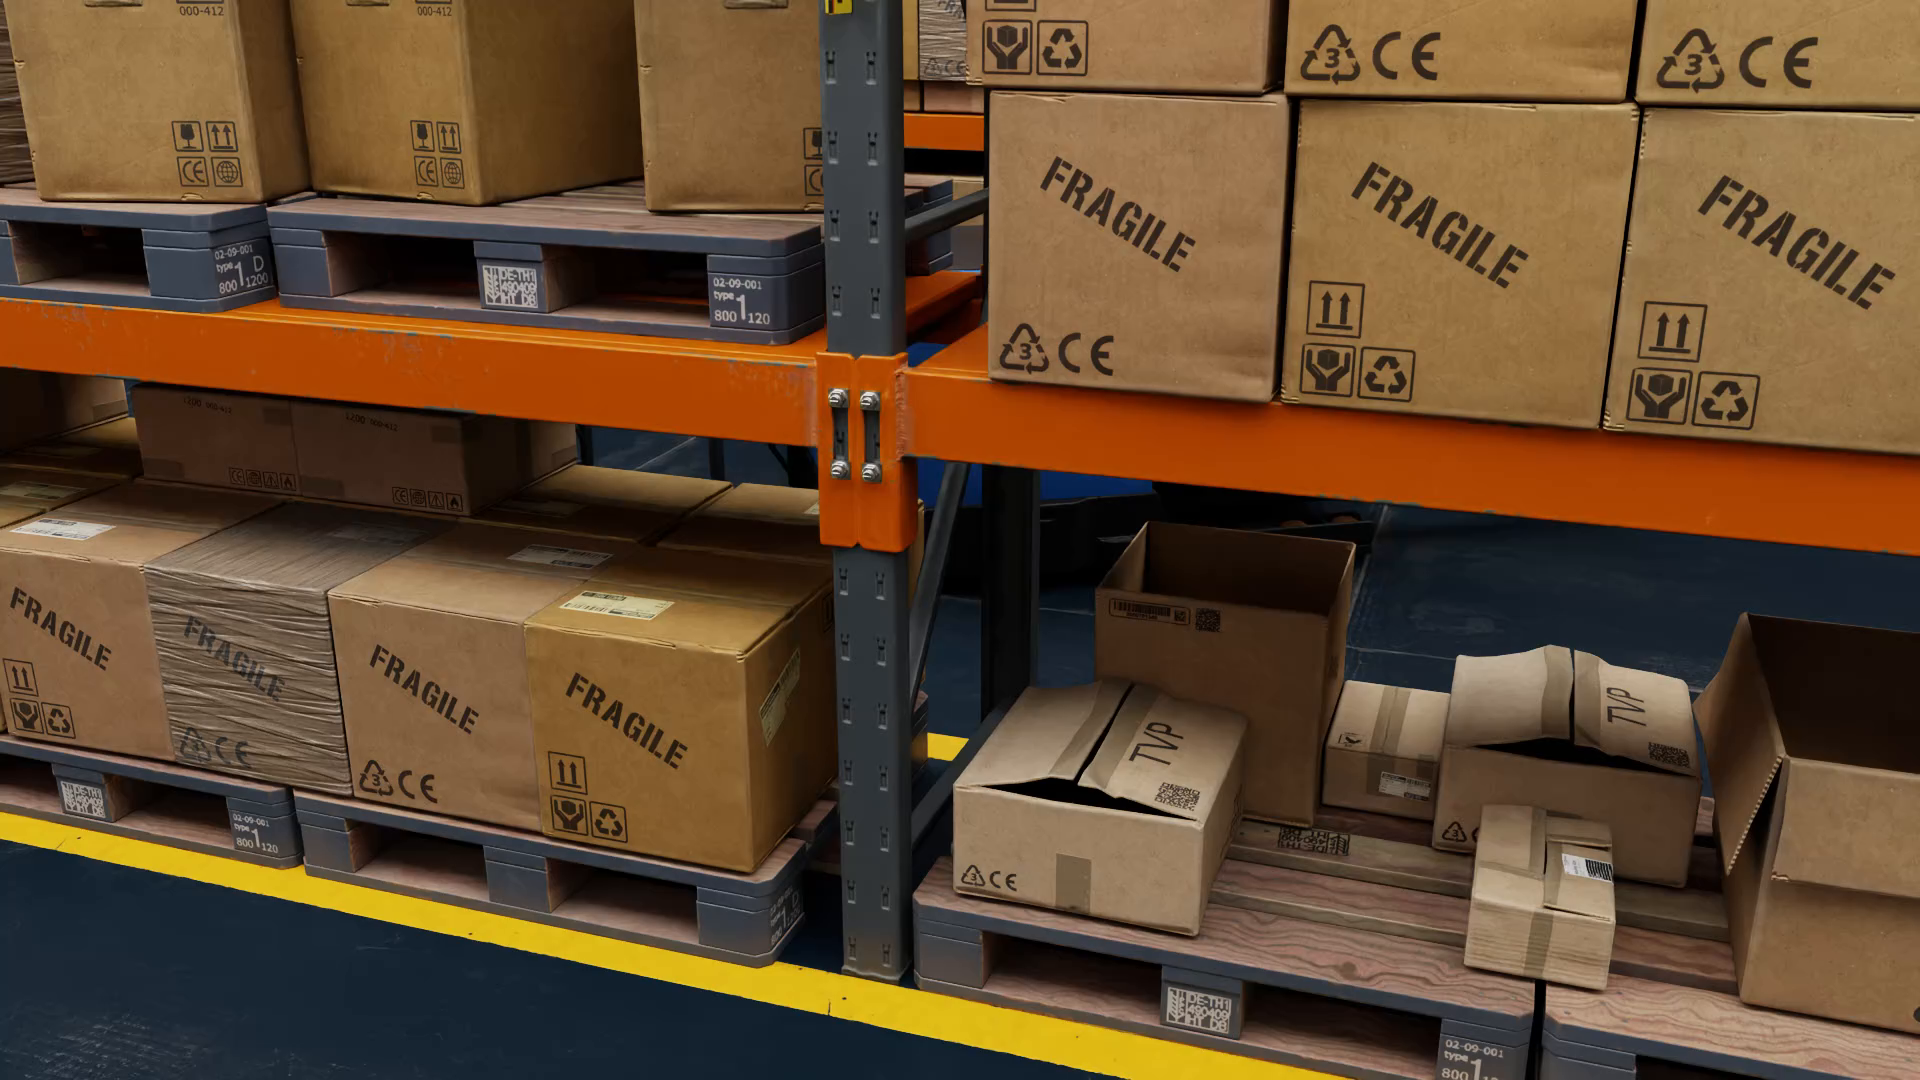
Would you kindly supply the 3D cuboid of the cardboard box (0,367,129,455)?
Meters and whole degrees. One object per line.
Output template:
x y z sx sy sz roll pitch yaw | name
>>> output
-2.786 -0.438 4.766 0.500 0.250 0.500 7 21 20 | cardboard box

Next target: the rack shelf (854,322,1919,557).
1.866 -0.102 2.904 4.000 0.370 1.077 7 20 18 | rack shelf

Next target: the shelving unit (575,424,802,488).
-1.167 -0.781 6.037 1.048 1.500 0.538 11 22 28 | shelving unit

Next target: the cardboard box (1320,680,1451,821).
0.982 0.476 3.816 0.250 0.149 0.380 7 20 18 | cardboard box

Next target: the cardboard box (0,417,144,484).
-2.352 -0.033 4.742 0.500 0.500 0.500 6 20 16 | cardboard box

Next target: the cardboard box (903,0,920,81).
-0.350 -2.528 8.137 0.500 0.500 0.500 7 20 20 | cardboard box

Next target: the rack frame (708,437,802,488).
-0.726 -0.697 5.798 0.032 1.500 0.500 11 22 28 | rack frame

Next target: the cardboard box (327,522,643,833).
-1.047 0.295 3.802 0.500 0.500 0.500 7 20 18 | cardboard box

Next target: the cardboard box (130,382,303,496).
-1.819 -0.329 4.453 0.500 0.250 0.500 6 20 17 | cardboard box

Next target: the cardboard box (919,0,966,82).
0.124 -2.476 7.987 0.500 0.500 0.500 7 20 18 | cardboard box

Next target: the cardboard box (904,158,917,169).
-0.702 -1.596 8.727 0.750 0.750 0.750 6 20 18 | cardboard box

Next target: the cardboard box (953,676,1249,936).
0.303 0.517 3.452 0.500 0.311 0.500 7 20 18 | cardboard box

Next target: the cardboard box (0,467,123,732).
-2.497 0.132 4.270 0.500 0.500 0.500 6 20 17 | cardboard box

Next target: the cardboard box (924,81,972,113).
0.001 -2.188 8.148 0.250 0.149 0.380 6 20 17 | cardboard box

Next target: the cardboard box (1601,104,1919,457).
1.326 -0.456 2.675 0.500 0.500 0.500 6 20 18 | cardboard box

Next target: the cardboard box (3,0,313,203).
-1.712 -1.075 3.812 0.500 0.500 0.700 1 19 4 | cardboard box

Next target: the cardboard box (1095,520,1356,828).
0.608 0.289 3.820 0.500 0.500 0.500 7 20 18 | cardboard box

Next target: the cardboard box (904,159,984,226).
0.102 -1.506 8.468 0.750 0.750 0.750 7 20 20 | cardboard box

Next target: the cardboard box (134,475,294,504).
-1.854 0.022 4.585 0.500 0.500 0.500 6 20 16 | cardboard box

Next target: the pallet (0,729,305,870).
-1.960 0.452 4.459 1.213 0.211 1.003 7 20 18 | pallet

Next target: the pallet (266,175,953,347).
-0.742 -0.687 3.782 1.213 0.211 1.003 7 20 18 | pallet

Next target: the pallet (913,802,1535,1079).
0.626 0.734 3.650 1.213 0.211 1.003 7 20 18 | pallet

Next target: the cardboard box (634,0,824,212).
-0.397 -1.024 3.666 0.500 0.500 0.700 0 19 0 | cardboard box

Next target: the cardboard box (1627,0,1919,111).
1.303 -0.927 2.508 0.500 0.500 0.500 6 20 16 | cardboard box

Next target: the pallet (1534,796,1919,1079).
1.782 0.865 3.274 1.213 0.211 1.003 7 20 18 | pallet

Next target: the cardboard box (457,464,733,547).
-0.907 0.133 4.267 0.500 0.500 0.500 7 20 19 | cardboard box

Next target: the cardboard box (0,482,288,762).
-2.002 0.186 4.113 0.500 0.500 0.500 6 20 16 | cardboard box

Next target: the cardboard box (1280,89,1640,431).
0.854 -0.511 2.832 0.500 0.500 0.500 7 20 19 | cardboard box

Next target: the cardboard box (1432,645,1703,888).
1.317 0.459 3.619 0.500 0.311 0.500 7 20 18 | cardboard box

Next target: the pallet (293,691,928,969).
-0.804 0.583 4.082 1.213 0.211 1.003 7 20 18 | pallet

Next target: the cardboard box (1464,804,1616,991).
1.123 0.676 3.217 0.250 0.166 0.380 7 20 18 | cardboard box

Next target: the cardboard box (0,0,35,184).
-2.368 -1.144 4.011 0.500 0.500 0.700 11 22 28 | cardboard box

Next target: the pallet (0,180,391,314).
-1.963 -0.790 4.078 1.213 0.211 1.003 7 20 18 | pallet

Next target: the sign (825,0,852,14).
-0.202 -1.031 2.718 0.005 0.325 0.100 7 20 18 | sign

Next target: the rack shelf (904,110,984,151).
-0.290 -2.074 8.563 4.000 0.370 1.077 7 20 18 | rack shelf

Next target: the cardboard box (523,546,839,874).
-0.583 0.351 3.641 0.500 0.500 0.500 6 20 18 | cardboard box

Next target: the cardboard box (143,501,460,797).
-1.521 0.241 3.958 0.500 0.500 0.500 7 20 19 | cardboard box

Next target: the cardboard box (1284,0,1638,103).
0.817 -0.983 2.667 0.500 0.500 0.500 6 20 16 | cardboard box

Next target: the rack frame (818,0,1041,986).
-0.023 -0.657 3.405 0.127 3.000 1.000 7 20 18 | rack frame

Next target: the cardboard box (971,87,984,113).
0.233 -2.157 8.057 0.250 0.149 0.380 7 20 18 | cardboard box

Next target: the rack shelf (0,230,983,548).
-1.912 -0.534 4.143 4.000 0.370 1.077 7 20 18 | rack shelf

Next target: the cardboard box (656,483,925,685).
-0.400 0.187 4.111 0.500 0.500 0.500 6 20 16 | cardboard box

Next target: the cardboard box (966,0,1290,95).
0.330 -1.038 2.827 0.500 0.500 0.500 7 20 19 | cardboard box

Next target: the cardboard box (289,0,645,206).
-1.067 -1.078 3.822 0.500 0.500 0.700 10 22 27 | cardboard box

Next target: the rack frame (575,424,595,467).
-1.608 -0.864 6.275 0.032 1.500 0.500 11 22 28 | rack frame

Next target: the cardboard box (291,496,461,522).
-1.377 0.077 4.428 0.500 0.500 0.500 7 20 19 | cardboard box

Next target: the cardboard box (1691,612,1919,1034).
1.753 0.515 3.166 0.637 0.503 0.797 7 20 18 | cardboard box

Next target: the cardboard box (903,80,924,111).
-0.246 -2.220 8.240 0.250 0.149 0.380 7 20 20 | cardboard box

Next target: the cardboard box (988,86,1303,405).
0.369 -0.565 2.988 0.500 0.500 0.500 7 20 19 | cardboard box

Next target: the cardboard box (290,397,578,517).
-1.345 -0.275 4.298 0.500 0.250 0.500 7 20 18 | cardboard box

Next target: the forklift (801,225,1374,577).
0.967 -1.449 5.781 3.031 2.935 1.130 -5 20 -13 | forklift
